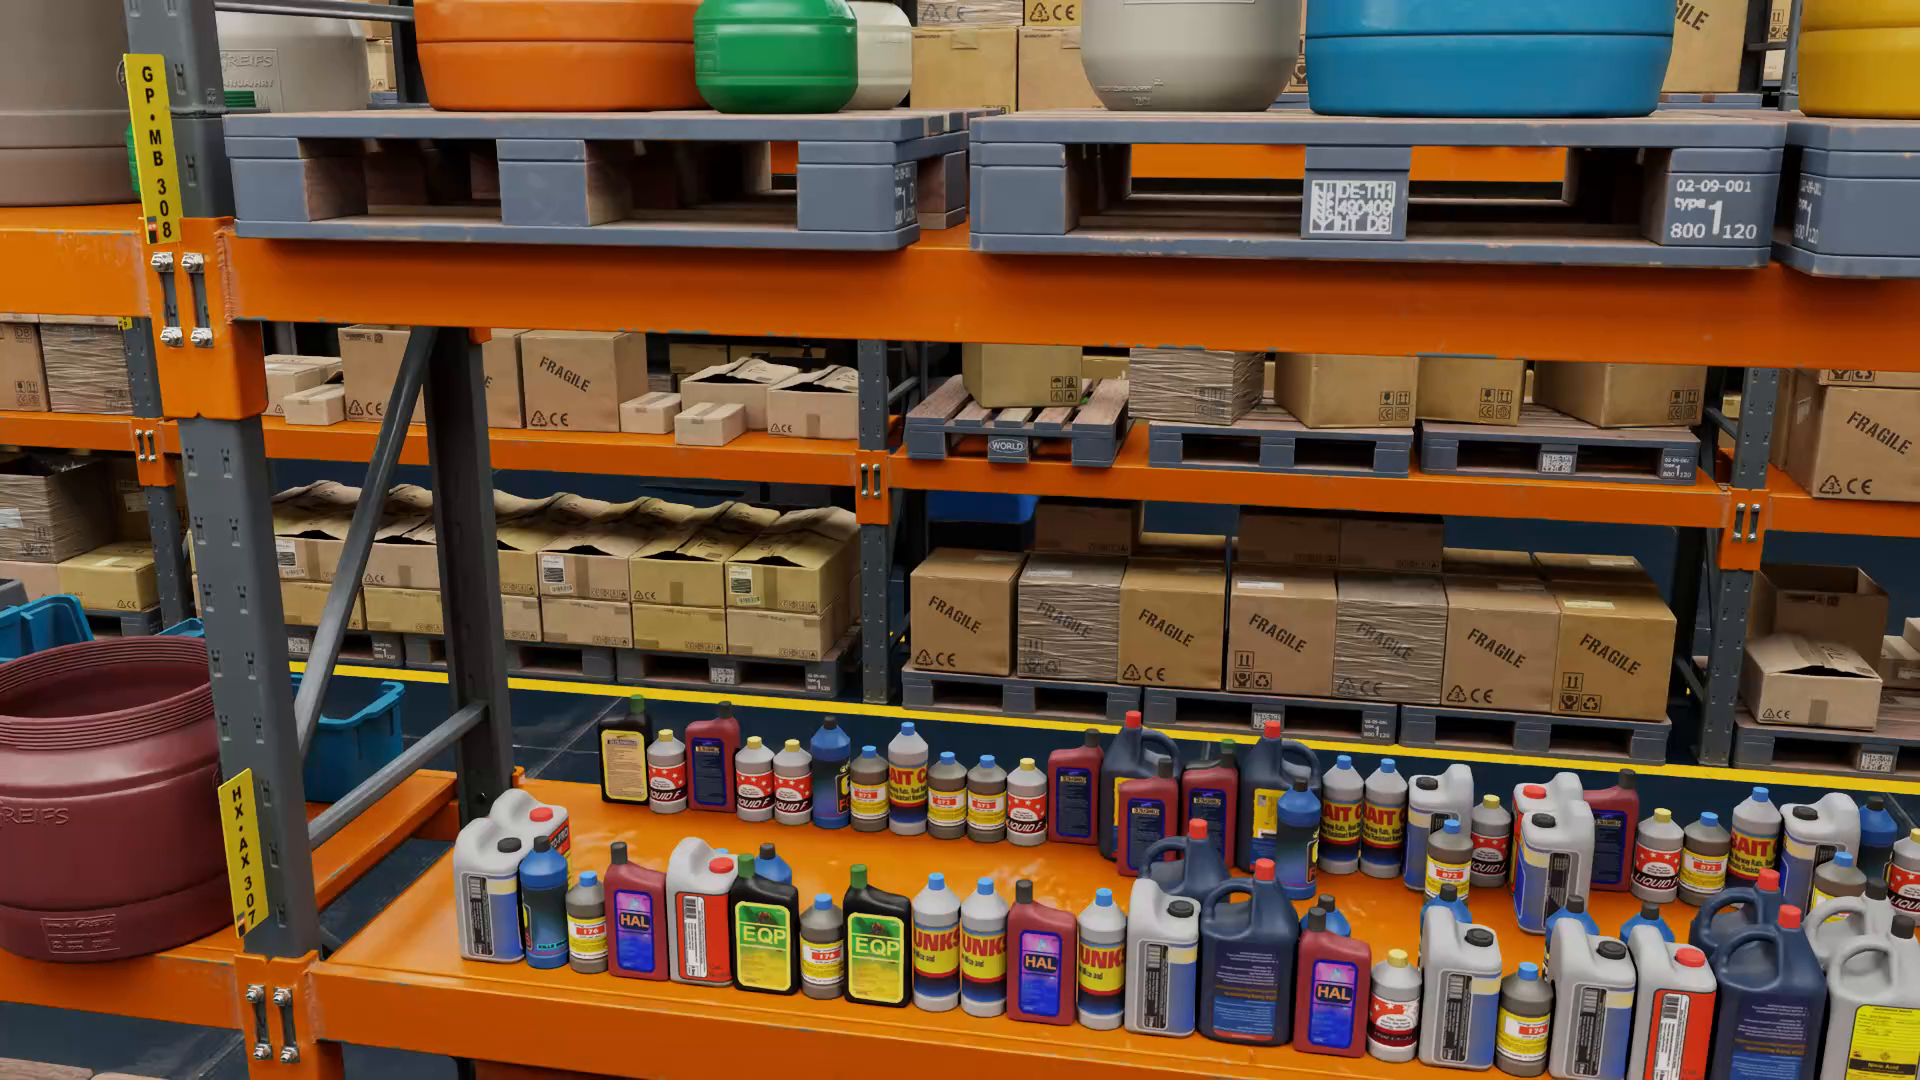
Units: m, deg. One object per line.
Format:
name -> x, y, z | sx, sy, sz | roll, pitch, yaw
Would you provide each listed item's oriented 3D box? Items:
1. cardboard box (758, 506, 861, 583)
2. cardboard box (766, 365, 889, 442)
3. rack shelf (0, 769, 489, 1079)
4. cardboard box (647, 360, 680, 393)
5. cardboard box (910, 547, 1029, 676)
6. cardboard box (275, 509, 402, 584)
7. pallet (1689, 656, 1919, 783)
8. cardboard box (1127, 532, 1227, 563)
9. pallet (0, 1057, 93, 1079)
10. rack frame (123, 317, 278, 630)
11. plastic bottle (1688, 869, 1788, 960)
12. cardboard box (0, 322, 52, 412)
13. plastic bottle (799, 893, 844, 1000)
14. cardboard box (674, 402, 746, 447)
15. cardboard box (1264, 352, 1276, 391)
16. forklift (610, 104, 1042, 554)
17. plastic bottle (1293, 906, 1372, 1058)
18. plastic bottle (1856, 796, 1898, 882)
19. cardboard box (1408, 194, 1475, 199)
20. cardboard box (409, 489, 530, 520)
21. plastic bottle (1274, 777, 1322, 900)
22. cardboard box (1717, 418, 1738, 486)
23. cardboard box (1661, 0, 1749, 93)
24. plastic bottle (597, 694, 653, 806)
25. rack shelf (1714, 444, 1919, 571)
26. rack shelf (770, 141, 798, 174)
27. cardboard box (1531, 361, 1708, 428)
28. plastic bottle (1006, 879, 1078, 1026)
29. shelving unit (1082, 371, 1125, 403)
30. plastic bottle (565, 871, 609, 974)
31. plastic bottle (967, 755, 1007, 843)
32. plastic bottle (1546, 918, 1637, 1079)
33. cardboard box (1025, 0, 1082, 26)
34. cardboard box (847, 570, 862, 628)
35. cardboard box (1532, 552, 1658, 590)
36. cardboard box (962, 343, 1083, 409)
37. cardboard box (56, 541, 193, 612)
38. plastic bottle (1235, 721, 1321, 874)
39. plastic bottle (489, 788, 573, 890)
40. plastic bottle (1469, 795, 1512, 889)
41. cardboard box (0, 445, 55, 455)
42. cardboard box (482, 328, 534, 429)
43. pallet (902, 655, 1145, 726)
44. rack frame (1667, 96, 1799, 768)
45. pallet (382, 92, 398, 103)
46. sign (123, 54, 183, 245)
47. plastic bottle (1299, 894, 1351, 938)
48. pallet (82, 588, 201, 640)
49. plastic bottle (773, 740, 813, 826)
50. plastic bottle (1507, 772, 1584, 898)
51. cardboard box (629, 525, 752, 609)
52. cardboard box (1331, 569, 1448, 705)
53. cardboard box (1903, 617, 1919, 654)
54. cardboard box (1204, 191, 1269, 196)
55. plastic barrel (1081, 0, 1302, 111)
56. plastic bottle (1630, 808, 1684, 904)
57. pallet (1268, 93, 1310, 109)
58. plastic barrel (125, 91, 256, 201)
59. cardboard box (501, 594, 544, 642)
cardboard box -> -0.788, 0.011, 9.147 | 0.500, 0.311, 0.500 | 4, 16, 13
cardboard box -> -0.681, -0.725, 8.656 | 0.500, 0.311, 0.500 | 4, 16, 15
rack shelf -> -3.284, 0.799, 4.336 | 4.000, 0.370, 1.077 | 3, 16, 11
cardboard box -> -2.545, -1.218, 14.129 | 0.500, 0.500, 0.700 | 4, 16, 13
cardboard box -> 0.056, 0.355, 8.450 | 0.500, 0.500, 0.500 | 4, 16, 13
cardboard box -> -3.408, 0.018, 9.121 | 0.500, 0.311, 0.500 | 3, 16, 10
pallet -> 4.259, 0.857, 8.004 | 1.213, 0.211, 1.003 | 3, 16, 11
cardboard box -> 1.137, 0.272, 8.750 | 0.500, 0.500, 0.500 | 3, 16, 9
pallet -> -3.267, 1.786, 4.650 | 1.213, 0.211, 1.003 | 3, 16, 11
rack frame -> -4.253, -0.950, 9.301 | 0.127, 3.000, 1.000 | 3, 16, 11
plastic bottle -> 1.477, 0.785, 3.133 | 0.185, 0.351, 0.144 | 3, 16, 11
cardboard box -> -5.207, -1.046, 9.462 | 0.500, 0.500, 0.700 | 3, 16, 11
plastic bottle -> -0.272, 0.807, 3.331 | 0.097, 0.201, 0.097 | 0, 15, 0
cardboard box -> -1.270, -0.591, 8.478 | 0.250, 0.149, 0.380 | 3, 16, 11
cardboard box -> 2.202, -1.078, 13.003 | 0.750, 0.750, 0.750 | 3, 16, 11
forklift -> -0.931, -1.436, 11.186 | 3.031, 2.935, 1.130 | 3, 16, 12
plastic bottle -> 0.698, 0.825, 3.112 | 0.133, 0.283, 0.061 | 3, 16, 11
plastic bottle -> 1.979, 0.689, 3.627 | 0.097, 0.271, 0.097 | 0, 15, 0
cardboard box -> 3.657, -2.501, 12.716 | 0.500, 0.250, 0.500 | 3, 16, 12
cardboard box -> -2.799, -0.097, 9.538 | 0.500, 0.311, 0.500 | 3, 16, 11
plastic bottle -> 0.756, 0.662, 3.725 | 0.097, 0.271, 0.097 | 0, 15, 0
cardboard box -> 5.774, -0.724, 12.381 | 0.500, 0.500, 0.700 | 3, 16, 11
cardboard box -> 3.108, -2.314, 7.448 | 0.600, 0.600, 0.600 | 2, 16, 6
plastic bottle -> -0.843, 0.525, 4.196 | 0.133, 0.283, 0.061 | 3, 16, 11
rack shelf -> 5.546, -0.071, 7.477 | 4.000, 0.370, 1.077 | 3, 16, 11
rack shelf -> -2.293, -1.942, 8.612 | 4.000, 0.370, 1.077 | 3, 16, 11
cardboard box -> 3.167, -0.858, 7.997 | 0.500, 0.500, 0.700 | -2, 16, -8
plastic bottle -> 0.159, 0.796, 3.218 | 0.133, 0.283, 0.061 | 3, 16, 11
shelving unit -> 0.826, -0.530, 11.159 | 0.503, 1.200, 0.258 | 3, 16, 12
plastic bottle -> -0.761, 0.781, 3.427 | 0.097, 0.201, 0.097 | 0, 15, 0
plastic bottle -> 0.065, 0.619, 4.011 | 0.097, 0.201, 0.097 | 0, 15, 0
plastic bottle -> 1.161, 0.842, 3.067 | 0.135, 0.276, 0.152 | 3, 16, 11
cardboard box -> 0.593, -2.660, 7.798 | 0.500, 0.500, 0.500 | 3, 16, 11
cardboard box -> -0.788, 0.281, 9.222 | 0.500, 0.250, 0.500 | 3, 16, 11
cardboard box -> 3.161, 0.379, 8.363 | 0.500, 0.500, 0.500 | 2, 16, 9
cardboard box -> 0.306, -0.983, 8.449 | 0.500, 0.500, 0.700 | -2, 16, -8
cardboard box -> -4.751, 0.206, 9.495 | 0.500, 0.250, 0.500 | 3, 16, 11
plastic bottle -> 0.737, 0.590, 3.837 | 0.185, 0.351, 0.144 | 3, 16, 11
plastic bottle -> -0.934, 0.686, 3.628 | 0.135, 0.276, 0.152 | 3, 16, 11
plastic bottle -> 1.203, 0.680, 3.789 | 0.097, 0.201, 0.097 | 0, 15, 0
cardboard box -> -5.625, -0.348, 10.088 | 0.500, 0.500, 0.500 | 3, 16, 11
cardboard box -> -2.497, -0.898, 8.927 | 0.500, 0.500, 0.500 | 3, 16, 11
pallet -> 0.391, 0.657, 8.726 | 1.213, 0.211, 1.003 | 3, 16, 11
rack frame -> 3.587, -0.524, 7.765 | 0.127, 3.000, 1.000 | 3, 16, 11
pallet -> -2.113, -2.163, 8.415 | 1.213, 0.211, 1.003 | 4, 16, 14
sign -> -1.427, -0.692, 2.948 | 0.005, 0.325, 0.100 | 3, 16, 11
plastic bottle -> 0.696, 0.809, 3.192 | 0.097, 0.271, 0.097 | 0, 15, 0
pallet -> -5.024, 0.341, 9.865 | 1.213, 0.211, 1.003 | 3, 16, 11
plastic bottle -> -0.412, 0.593, 4.105 | 0.097, 0.201, 0.097 | 0, 15, 0
plastic bottle -> 1.311, 0.658, 3.731 | 0.135, 0.276, 0.152 | 3, 16, 11
cardboard box -> -1.406, 0.126, 8.731 | 0.500, 0.311, 0.500 | 3, 16, 10
cardboard box -> 2.072, 0.462, 8.063 | 0.500, 0.500, 0.500 | 3, 16, 12
cardboard box -> 4.936, 0.556, 8.079 | 0.500, 0.311, 0.500 | 3, 16, 11
cardboard box -> 2.155, -2.582, 13.009 | 0.500, 0.250, 0.500 | 3, 16, 10
plastic barrel -> 0.443, -1.100, 3.183 | 0.433, 0.535, 0.433 | 0, 15, 0
plastic bottle -> 1.561, 0.700, 3.718 | 0.097, 0.201, 0.097 | 0, 15, 0
pallet -> 1.945, -1.986, 7.777 | 1.003, 0.211, 1.213 | 3, 16, 11
plastic barrel -> -1.576, -0.812, 3.475 | 0.294, 0.245, 0.294 | 0, 15, 0
cardboard box -> -2.400, 0.341, 9.006 | 0.500, 0.250, 0.500 | 3, 16, 12
